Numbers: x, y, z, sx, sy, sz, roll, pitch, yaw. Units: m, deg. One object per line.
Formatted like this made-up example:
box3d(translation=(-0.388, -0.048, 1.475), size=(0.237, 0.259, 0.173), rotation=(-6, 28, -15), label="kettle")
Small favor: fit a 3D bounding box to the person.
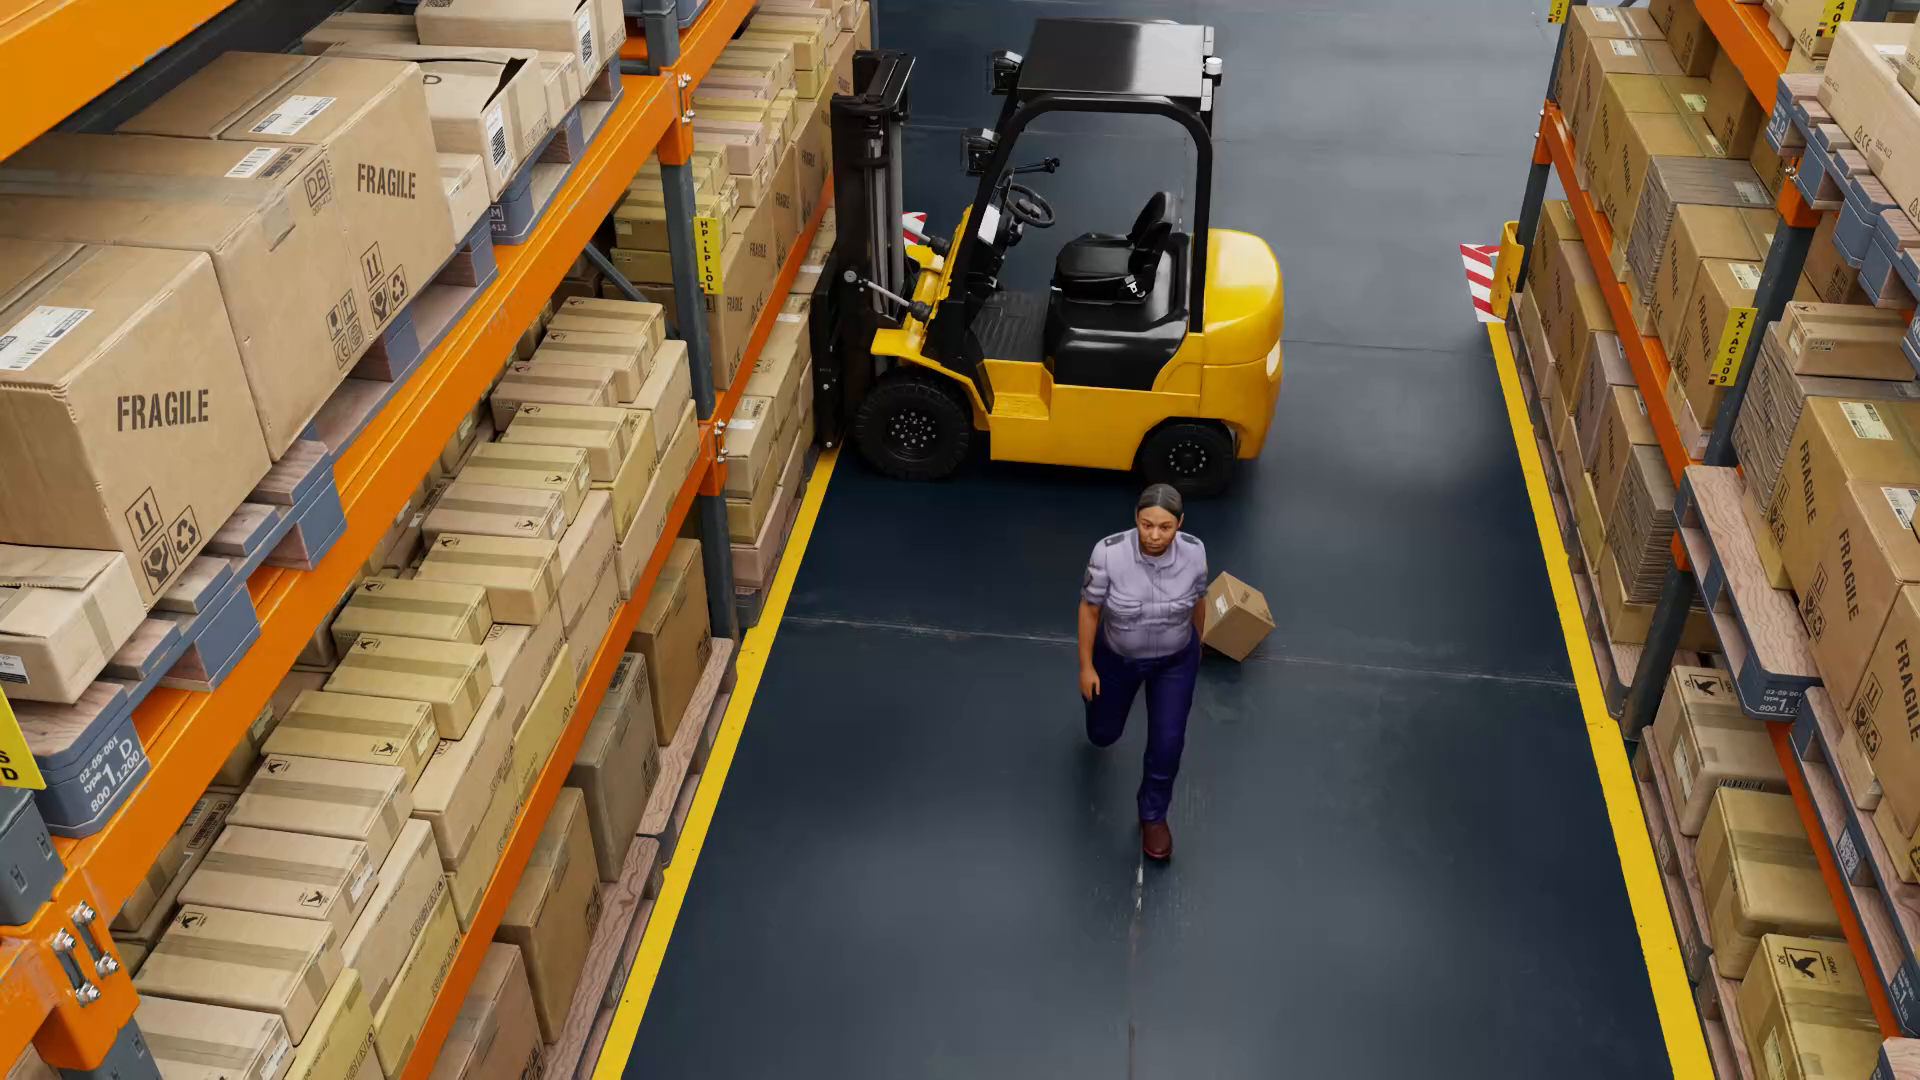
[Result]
box3d(translation=(0.701, 0.408, 6.493), size=(0.512, 1.603, 0.806), rotation=(0, 36, -1), label="person")
